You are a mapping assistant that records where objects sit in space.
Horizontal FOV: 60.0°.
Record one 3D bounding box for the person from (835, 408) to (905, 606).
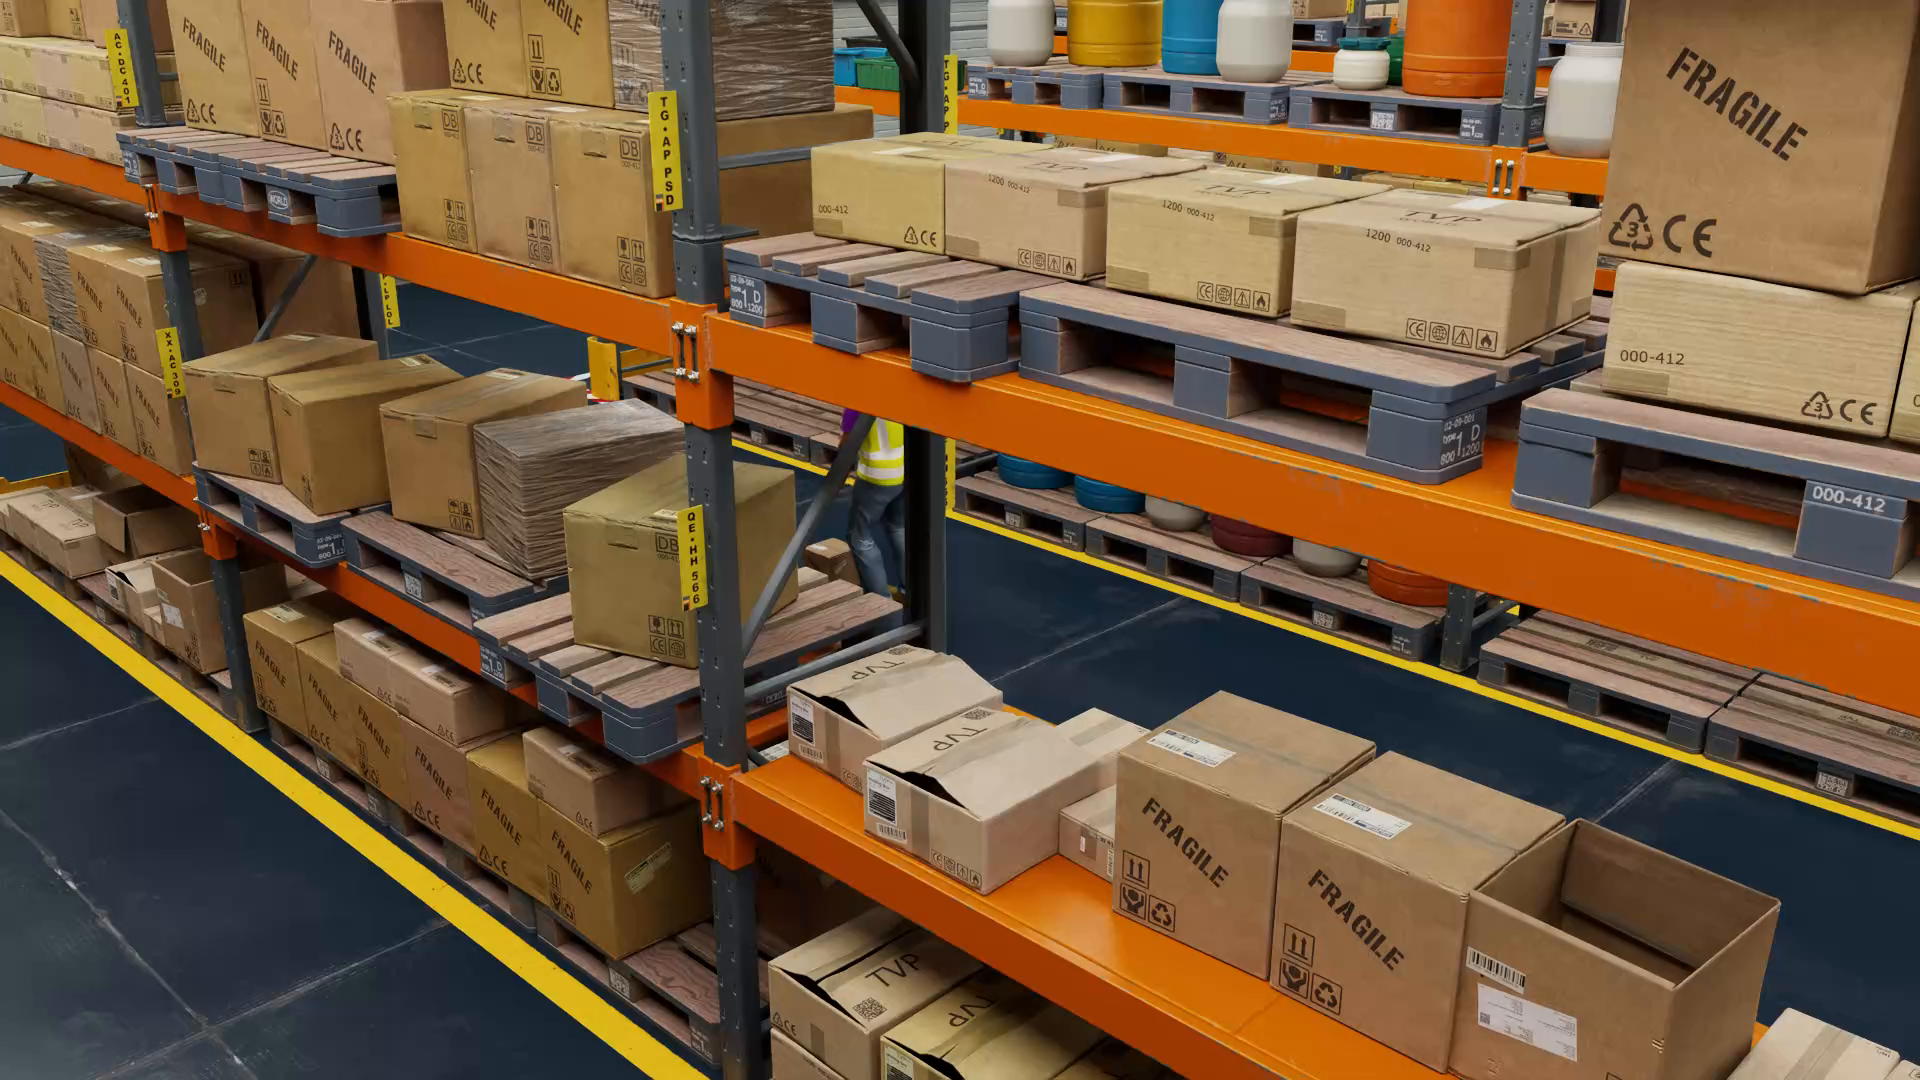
[{"bbox_3d":[-0.469,-0.395,9.692,0.595,1.707,0.471,-19,28,-41],"label":"person"}]
